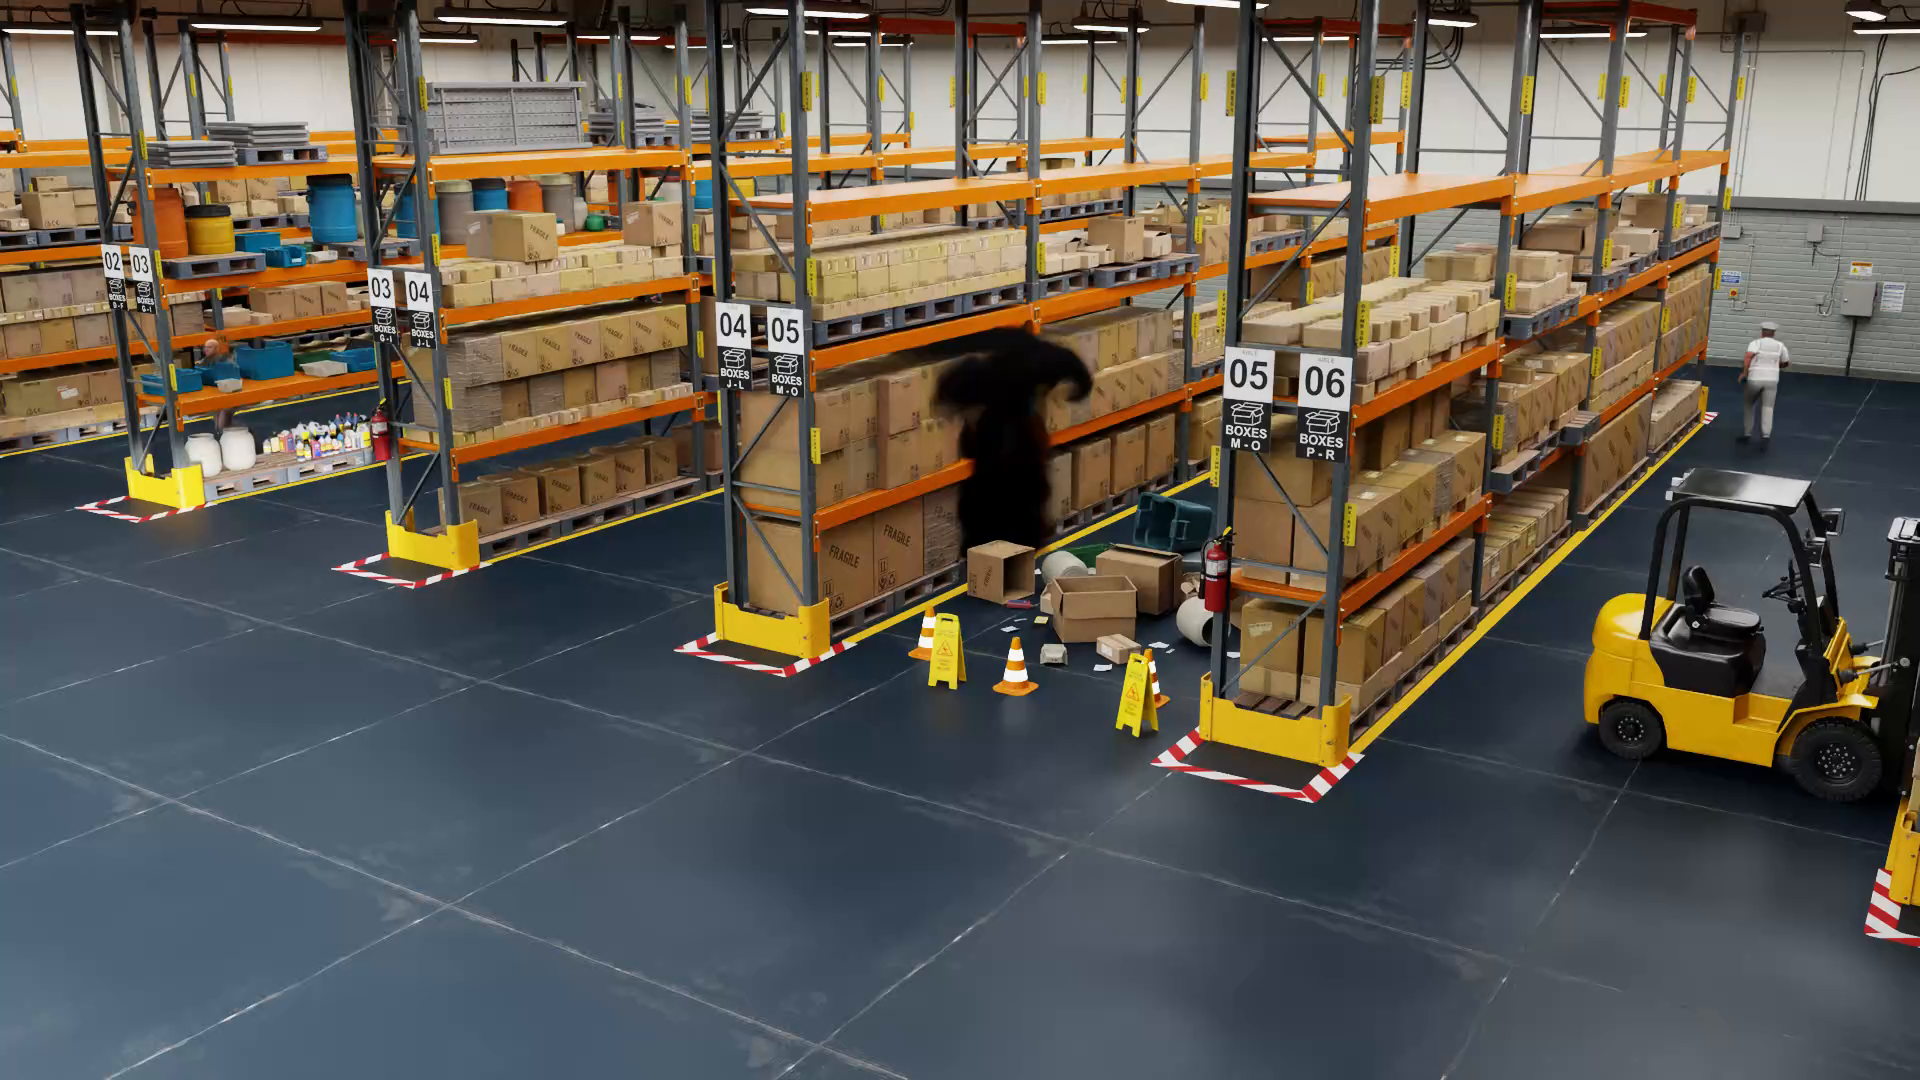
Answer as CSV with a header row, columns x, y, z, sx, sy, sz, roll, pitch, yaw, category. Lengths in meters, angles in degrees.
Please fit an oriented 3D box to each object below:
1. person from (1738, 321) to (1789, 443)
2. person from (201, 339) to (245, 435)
x,y,z,sx,sy,sz,roll,pitch,yaw,category
11.644,-2.272,24.128,0.670,1.725,1.005,5,16,17,person
-10.313,-2.003,23.349,0.654,1.673,0.715,6,17,20,person
